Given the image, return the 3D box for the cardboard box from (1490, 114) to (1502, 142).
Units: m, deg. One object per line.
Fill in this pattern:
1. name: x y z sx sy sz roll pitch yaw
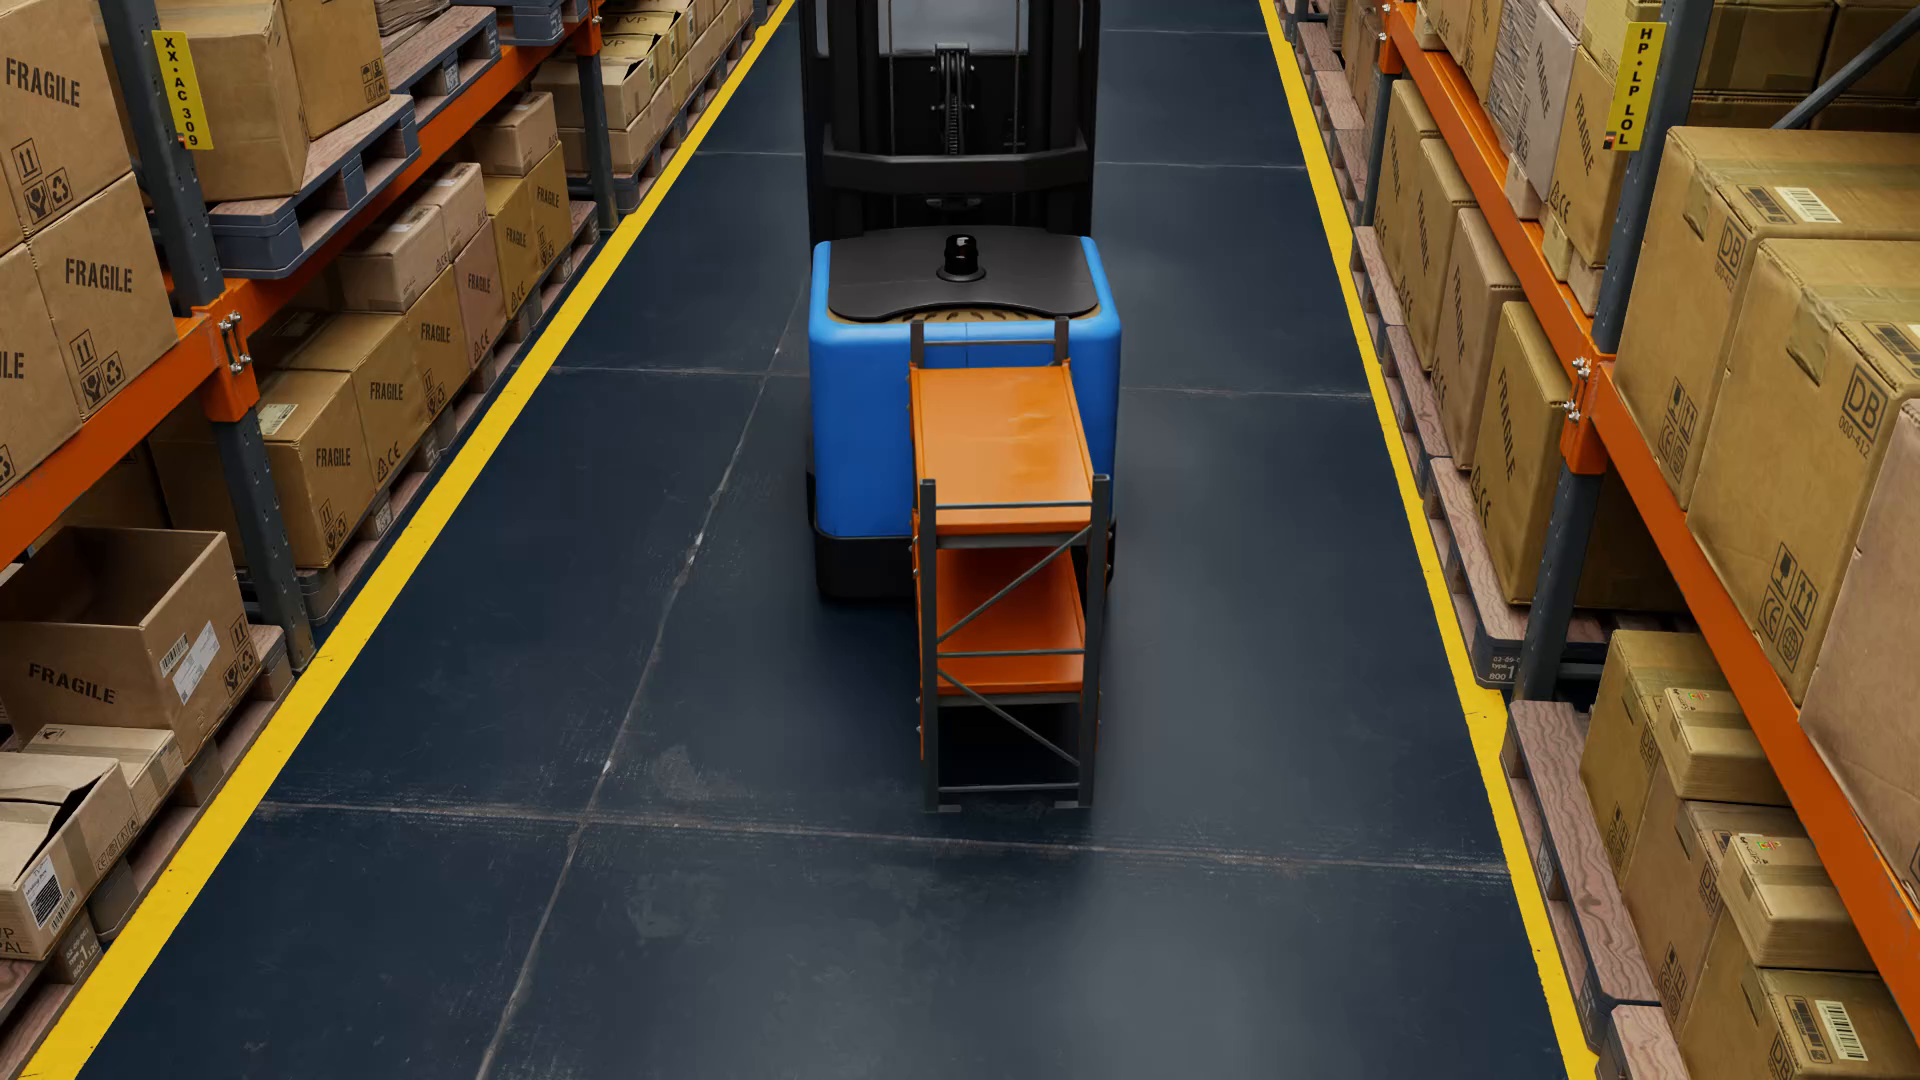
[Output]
1. cardboard box: 2.185 -1.565 6.150 0.380 0.149 0.250 3 32 6

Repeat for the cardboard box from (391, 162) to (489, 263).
1. cardboard box: -2.274 -1.353 6.835 0.500 0.250 0.500 2 32 3

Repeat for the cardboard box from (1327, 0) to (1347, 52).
1. cardboard box: 2.867 -3.594 11.186 0.700 0.500 0.500 3 32 6

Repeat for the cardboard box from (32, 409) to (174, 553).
1. cardboard box: -2.924 -0.276 5.803 0.500 0.500 0.500 2 32 4

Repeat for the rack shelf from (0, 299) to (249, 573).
1. rack shelf: -2.841 0.469 3.316 1.077 0.370 4.000 2 32 4

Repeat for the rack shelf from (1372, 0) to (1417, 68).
1. rack shelf: 2.748 -3.505 9.763 1.077 0.370 4.000 2 32 4

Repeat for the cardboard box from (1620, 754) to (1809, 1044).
1. cardboard box: 2.052 0.861 3.976 0.700 0.500 0.500 2 32 3

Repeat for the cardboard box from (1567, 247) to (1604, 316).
1. cardboard box: 2.004 -0.764 4.851 0.380 0.149 0.250 3 32 4

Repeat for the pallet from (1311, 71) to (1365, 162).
1. pallet: 2.752 -2.623 10.304 1.003 0.211 1.213 2 32 4

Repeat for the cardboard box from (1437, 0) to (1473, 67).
1. cardboard box: 2.197 -2.167 6.509 0.500 0.500 0.500 2 32 4

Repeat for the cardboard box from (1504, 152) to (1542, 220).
1. cardboard box: 2.030 -1.171 5.511 0.380 0.149 0.250 2 32 4

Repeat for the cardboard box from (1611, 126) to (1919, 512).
1. cardboard box: 2.199 -0.518 3.946 0.980 0.700 0.700 3 32 5

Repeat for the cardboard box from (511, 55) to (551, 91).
1. cardboard box: -2.556 -2.506 9.143 0.500 0.311 0.500 3 32 5

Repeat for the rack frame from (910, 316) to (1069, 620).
1. rack frame: 0.093 -0.213 5.524 0.500 1.125 0.032 -1 32 -2

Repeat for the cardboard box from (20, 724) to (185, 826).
1. cardboard box: -2.413 0.652 4.631 0.380 0.149 0.250 2 32 4

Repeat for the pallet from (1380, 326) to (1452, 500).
1. pallet: 2.344 -0.533 6.913 1.003 0.211 1.213 2 32 4

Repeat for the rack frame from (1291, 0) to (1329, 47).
1. rack frame: 2.910 -4.857 11.272 1.000 3.000 0.127 2 32 4

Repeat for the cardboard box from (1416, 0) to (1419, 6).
1. cardboard box: 2.327 -2.504 7.675 0.380 0.149 0.250 2 32 3

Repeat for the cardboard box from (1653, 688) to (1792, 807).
1. cardboard box: 1.886 0.494 3.954 0.380 0.149 0.250 3 32 6

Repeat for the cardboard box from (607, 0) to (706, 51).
1. cardboard box: -1.898 -3.293 10.421 0.500 0.311 0.500 2 32 3

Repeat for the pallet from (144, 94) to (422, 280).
1. pallet: -2.505 -1.214 5.545 1.003 0.211 1.213 2 32 4

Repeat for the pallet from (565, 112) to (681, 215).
1. pallet: -2.247 -2.216 9.645 1.003 0.211 1.213 2 32 4

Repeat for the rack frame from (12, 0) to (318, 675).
1. rack frame: -2.678 -0.883 4.824 1.000 3.000 0.127 2 32 4

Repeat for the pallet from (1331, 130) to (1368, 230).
1. pallet: 2.650 -1.986 9.272 1.003 0.211 1.213 2 32 4

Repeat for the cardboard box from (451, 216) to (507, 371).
1. cardboard box: -2.274 -1.053 7.064 0.500 0.500 0.500 1 32 2

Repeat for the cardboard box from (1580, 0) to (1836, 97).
1. cardboard box: 2.042 -1.425 4.591 0.500 0.250 0.500 3 32 5

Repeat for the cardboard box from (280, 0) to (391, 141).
1. cardboard box: -2.424 -1.705 5.662 0.700 0.500 0.500 7 32 12

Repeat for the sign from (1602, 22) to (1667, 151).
1. sign: 1.717 -1.151 4.230 0.100 0.325 0.005 2 32 4

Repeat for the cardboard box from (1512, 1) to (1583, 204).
1. cardboard box: 2.077 -1.370 5.217 0.500 0.500 0.500 3 32 4

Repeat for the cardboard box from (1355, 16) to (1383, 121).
1. cardboard box: 2.761 -2.792 9.885 0.700 0.500 0.500 2 32 4

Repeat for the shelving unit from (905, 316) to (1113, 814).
1. shelving unit: 0.118 0.053 5.092 0.538 1.125 1.048 -1 32 -2

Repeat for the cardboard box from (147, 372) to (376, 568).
1. cardboard box: -2.396 -0.249 5.758 0.500 0.500 0.500 1 32 2

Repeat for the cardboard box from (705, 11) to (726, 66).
1. cardboard box: -1.856 -3.313 10.988 0.500 0.250 0.500 3 32 5

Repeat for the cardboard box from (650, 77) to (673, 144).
1. cardboard box: -1.977 -2.507 9.680 0.500 0.250 0.500 2 32 3

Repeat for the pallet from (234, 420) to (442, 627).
1. pallet: -2.650 -0.123 6.248 1.003 0.211 1.213 2 32 4

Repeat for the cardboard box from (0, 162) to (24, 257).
1. cardboard box: -2.501 -0.808 3.653 0.500 0.500 0.500 2 32 3

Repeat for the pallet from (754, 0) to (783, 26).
1. pallet: -1.921 -4.293 13.015 1.003 0.211 1.213 2 32 4

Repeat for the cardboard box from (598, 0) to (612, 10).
1. cardboard box: -2.433 -3.304 10.438 0.500 0.311 0.500 3 32 5

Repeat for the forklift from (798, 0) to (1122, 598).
1. forklift: -0.051 -1.790 6.361 1.130 2.935 3.031 -1 32 -2

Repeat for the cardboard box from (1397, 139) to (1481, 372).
1. cardboard box: 2.316 -1.192 6.974 0.750 0.750 0.750 2 32 4

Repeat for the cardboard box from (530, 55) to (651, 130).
1. cardboard box: -2.017 -2.483 9.106 0.500 0.311 0.500 3 32 6
